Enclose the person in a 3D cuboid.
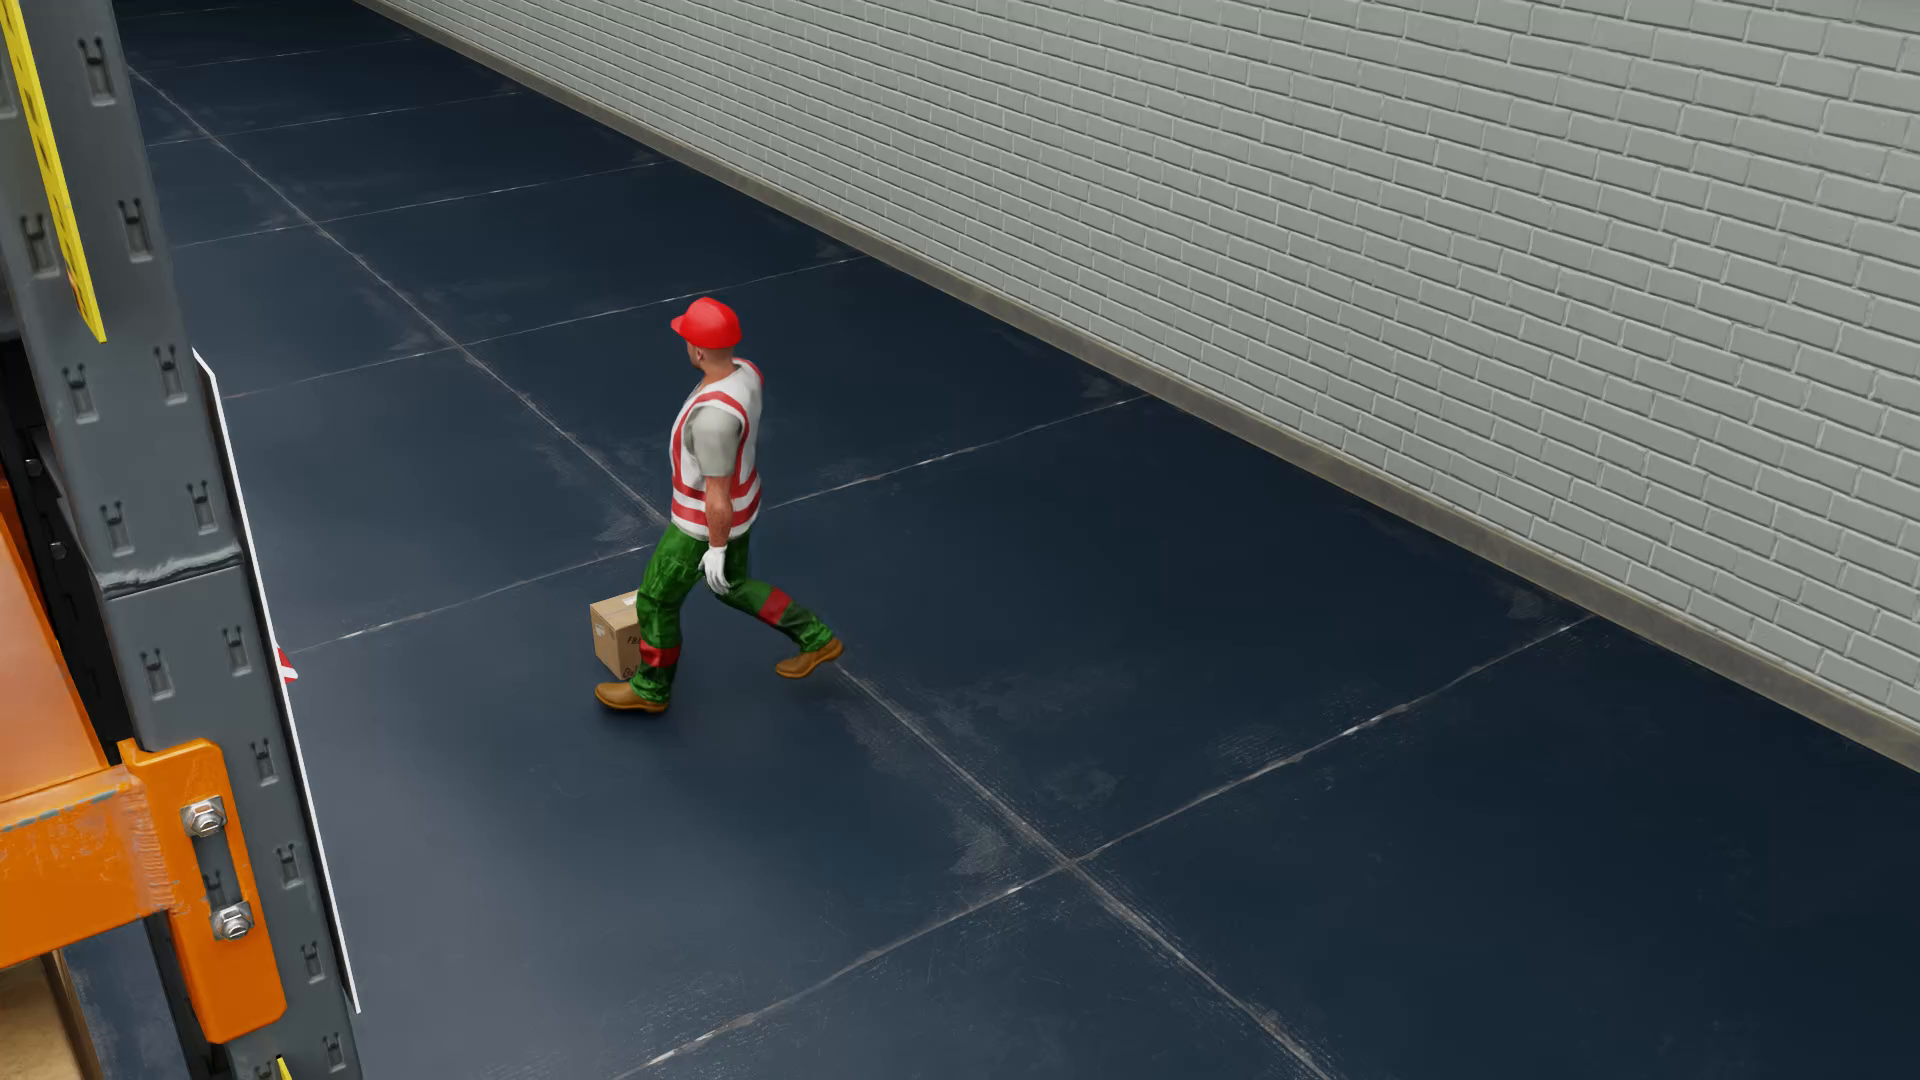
[{"bbox_3d":[-0.973,-0.106,6.333,0.975,1.738,0.573,4,29,8],"label":"person"}]
